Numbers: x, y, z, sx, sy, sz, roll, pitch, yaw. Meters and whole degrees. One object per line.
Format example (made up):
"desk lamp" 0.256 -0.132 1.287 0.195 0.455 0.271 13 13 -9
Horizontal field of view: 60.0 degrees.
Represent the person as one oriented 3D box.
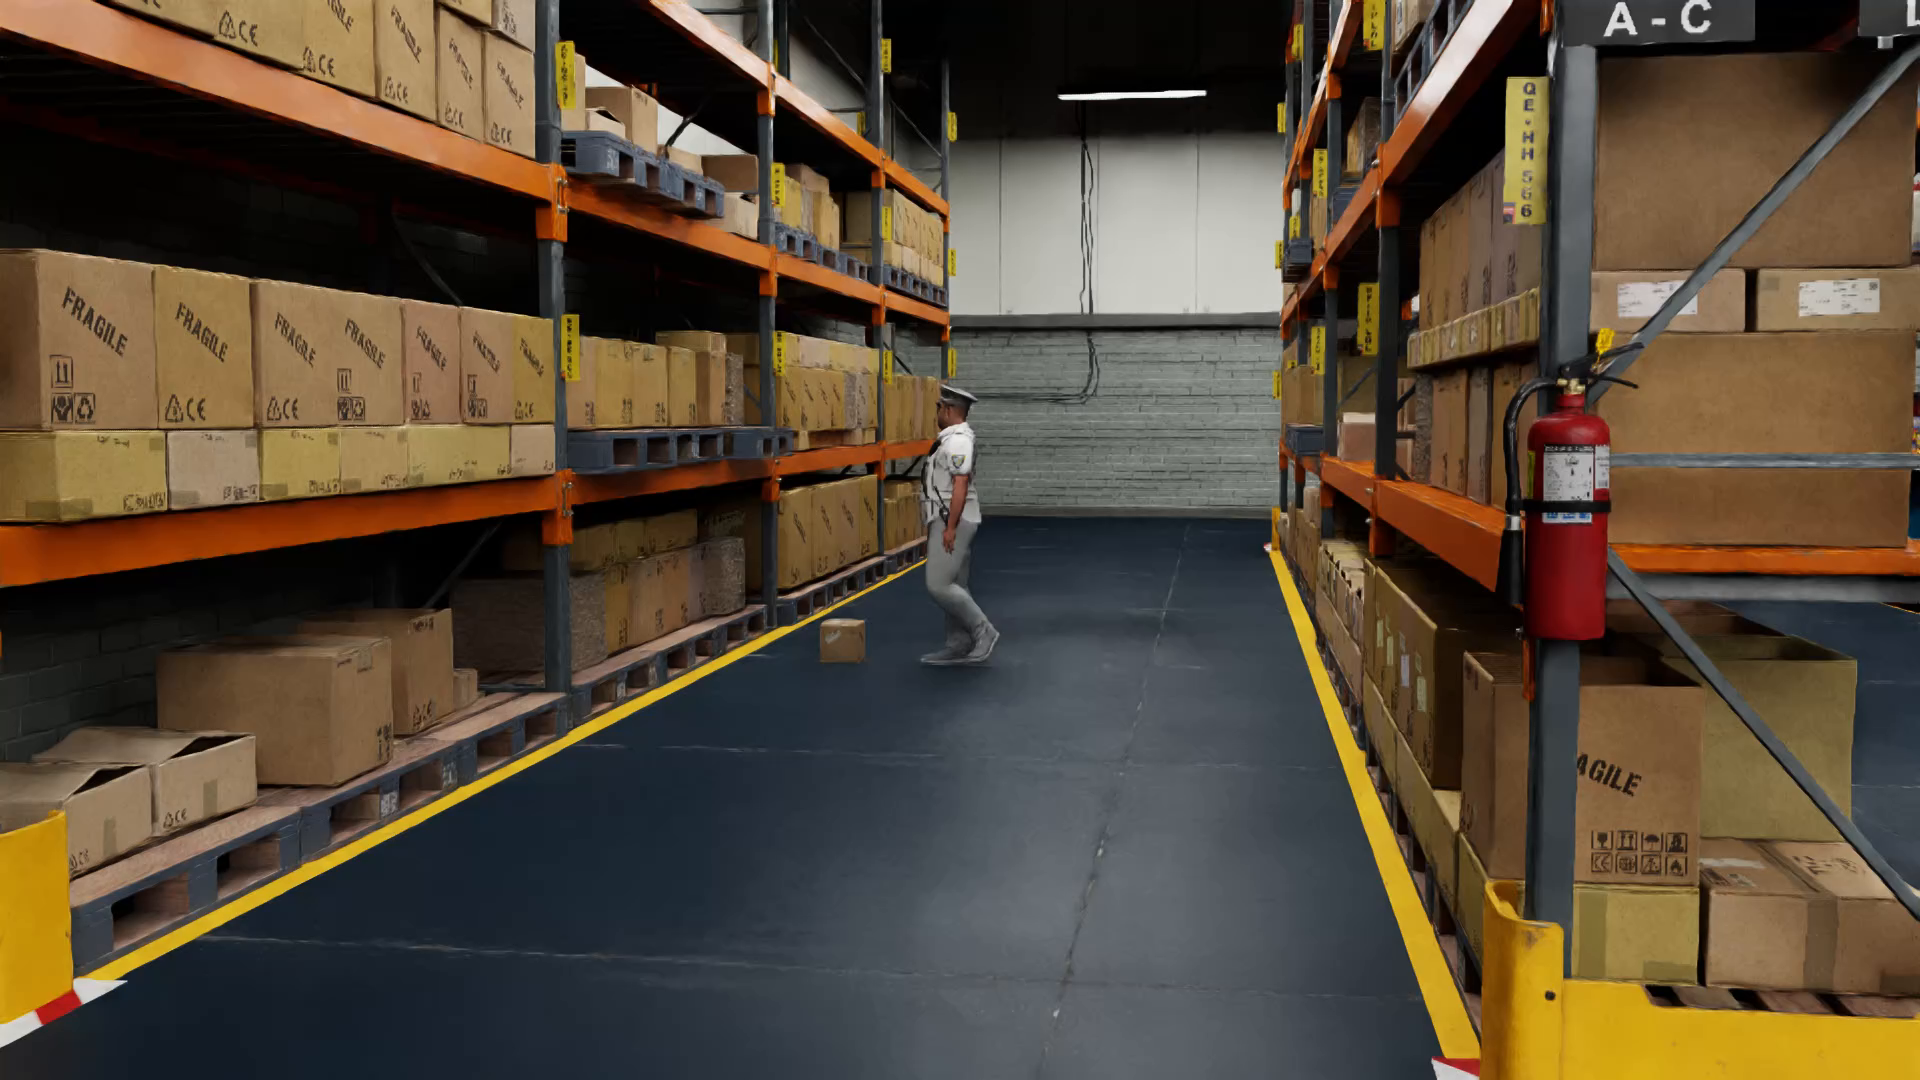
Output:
"person" -0.002 -0.090 10.473 0.511 1.768 0.558 0 4 -1
